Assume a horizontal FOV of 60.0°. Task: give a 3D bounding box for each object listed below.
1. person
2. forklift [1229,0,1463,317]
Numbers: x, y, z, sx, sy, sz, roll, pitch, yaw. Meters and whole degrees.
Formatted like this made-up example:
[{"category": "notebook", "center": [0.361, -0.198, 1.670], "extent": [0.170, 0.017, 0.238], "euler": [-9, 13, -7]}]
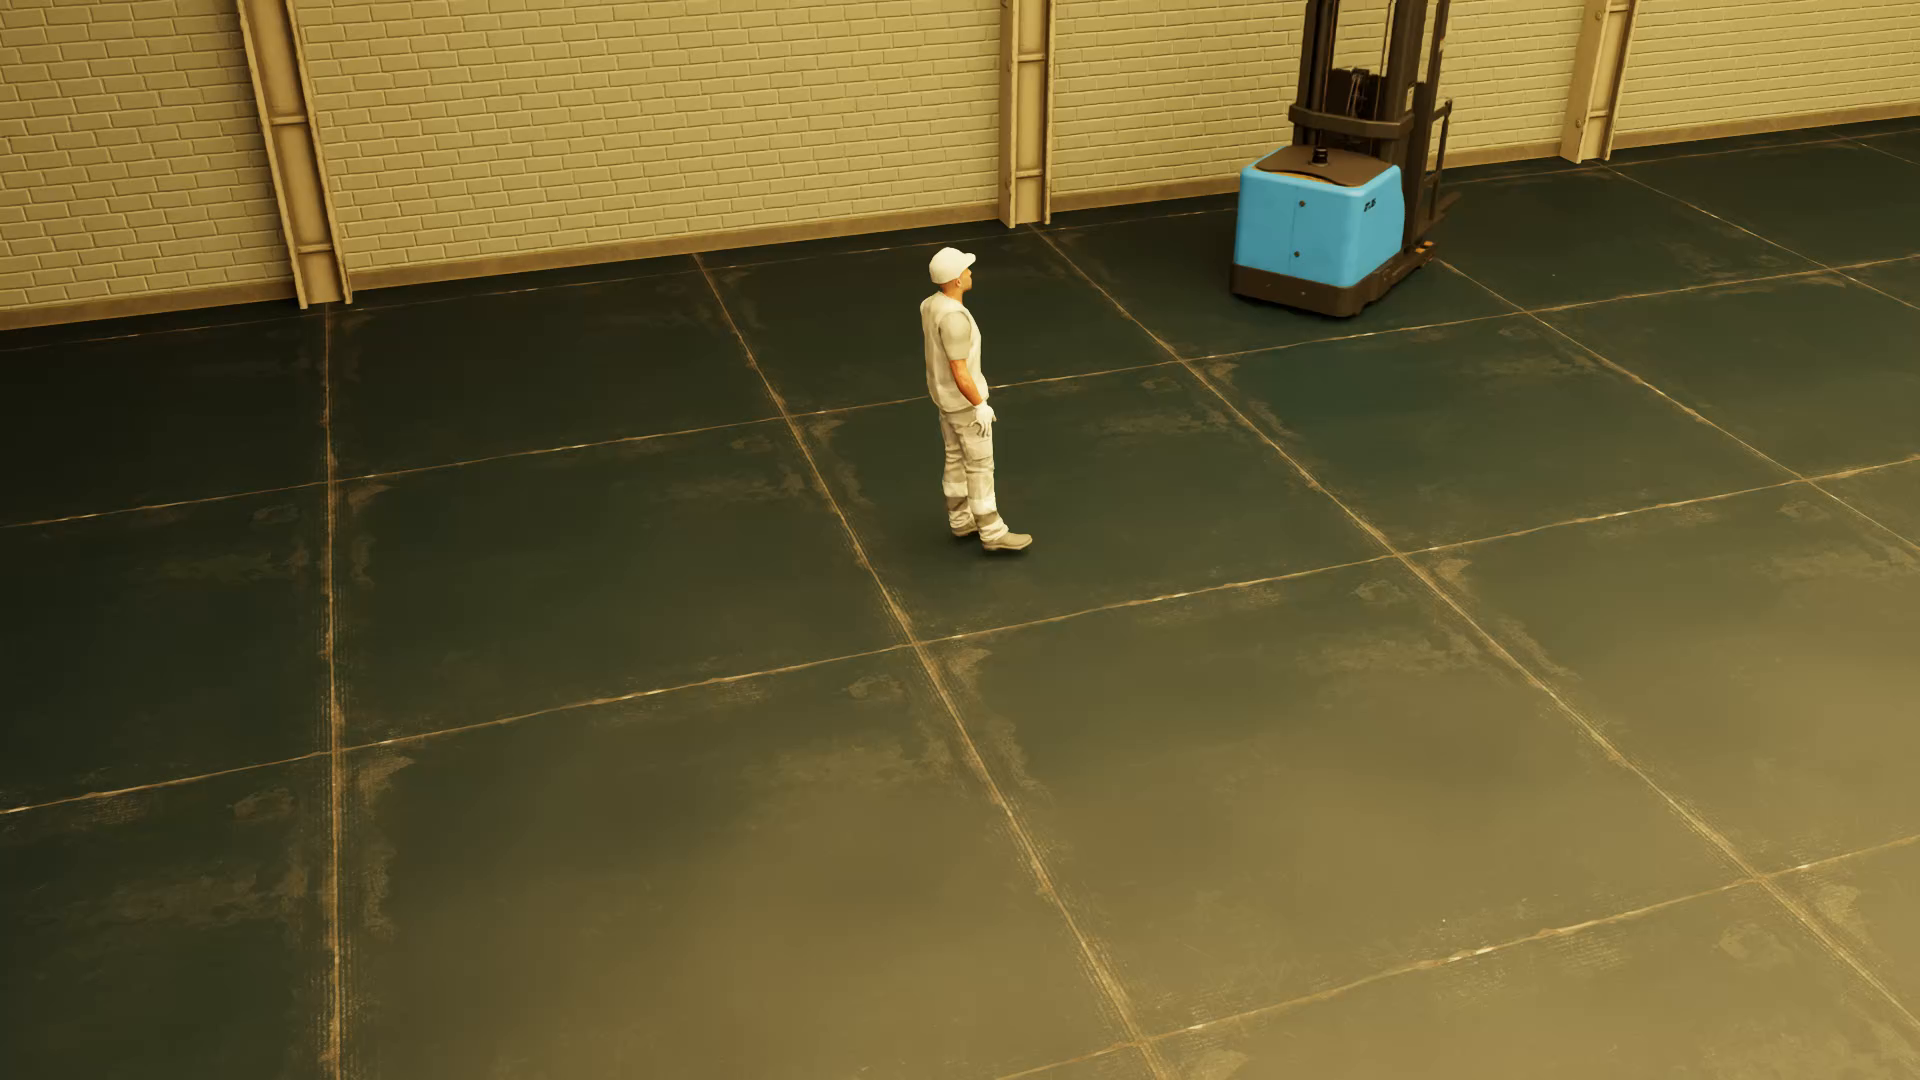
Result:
[{"category": "person", "center": [0.080, -0.823, 9.568], "extent": [0.564, 1.787, 0.637], "euler": [-10, 31, -16]}, {"category": "forklift", "center": [3.411, -3.686, 13.493], "extent": [1.130, 2.935, 3.031], "euler": [19, 35, 29]}]
